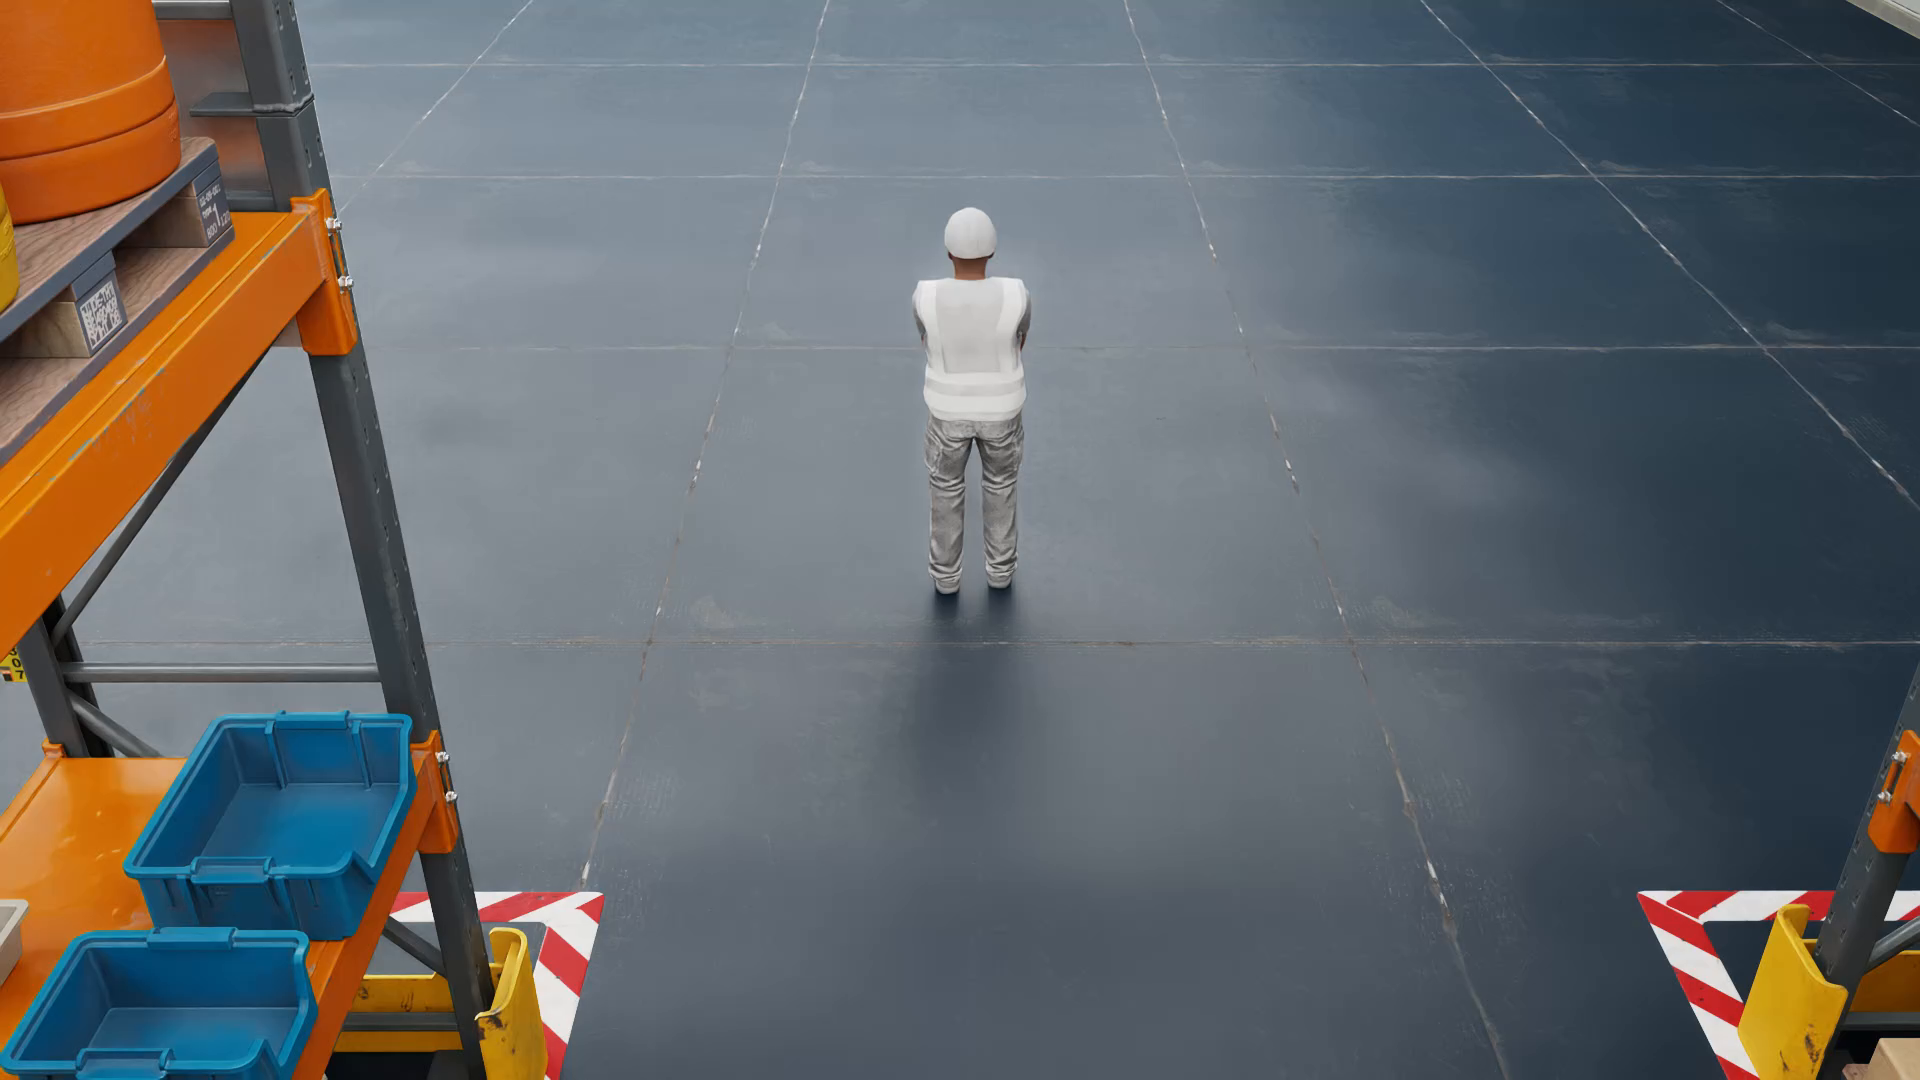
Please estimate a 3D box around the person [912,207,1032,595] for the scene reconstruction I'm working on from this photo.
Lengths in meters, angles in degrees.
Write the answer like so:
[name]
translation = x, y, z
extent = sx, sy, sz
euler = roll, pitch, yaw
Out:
[person]
translation = 0.050, -0.619, 7.137
extent = 0.488, 1.779, 0.569
euler = 0, 31, 1
